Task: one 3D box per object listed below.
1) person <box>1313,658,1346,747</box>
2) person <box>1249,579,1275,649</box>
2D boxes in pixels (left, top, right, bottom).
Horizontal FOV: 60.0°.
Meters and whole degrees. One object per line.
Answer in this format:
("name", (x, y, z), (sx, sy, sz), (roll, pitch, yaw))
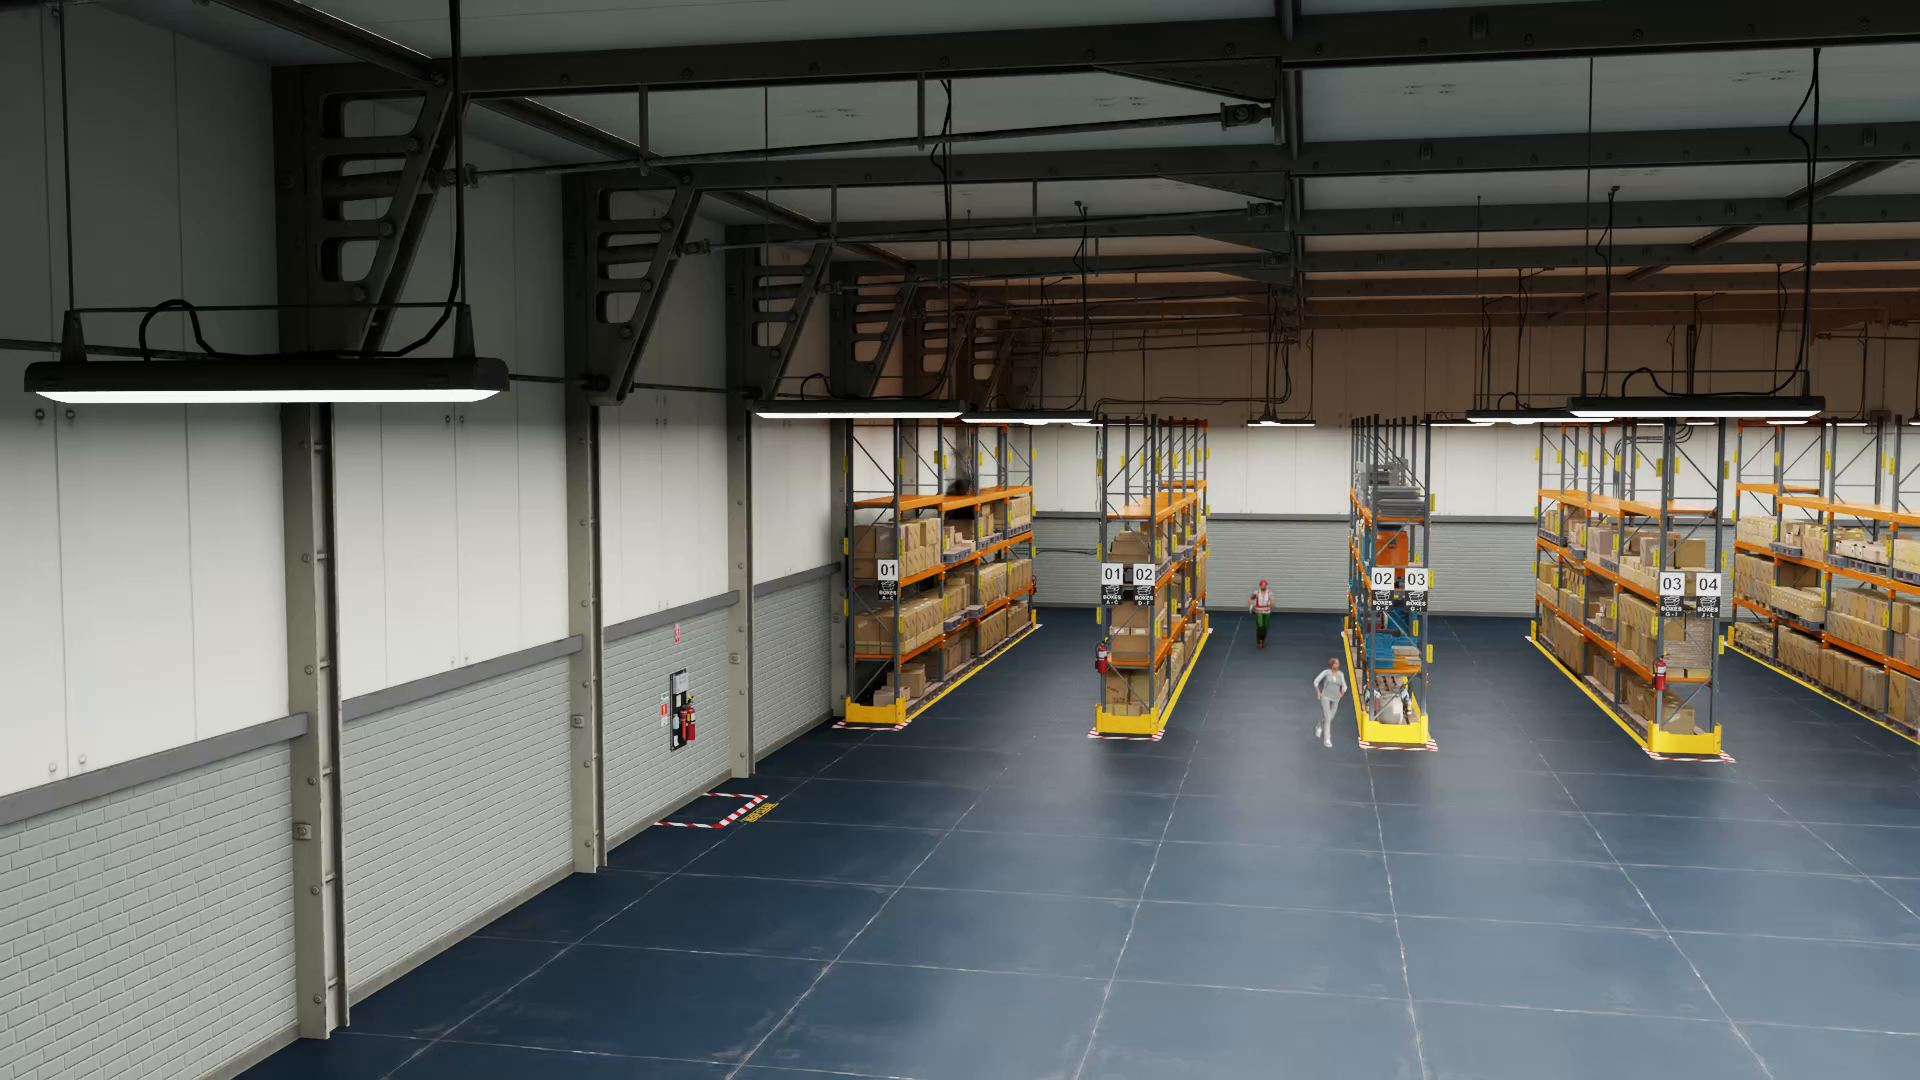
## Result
("person", (6.749, 2.930, 30.321), (0.571, 1.585, 0.710), (-1, 4, -10))
("person", (7.901, 1.941, 43.425), (0.645, 1.824, 0.743), (0, 4, -4))
